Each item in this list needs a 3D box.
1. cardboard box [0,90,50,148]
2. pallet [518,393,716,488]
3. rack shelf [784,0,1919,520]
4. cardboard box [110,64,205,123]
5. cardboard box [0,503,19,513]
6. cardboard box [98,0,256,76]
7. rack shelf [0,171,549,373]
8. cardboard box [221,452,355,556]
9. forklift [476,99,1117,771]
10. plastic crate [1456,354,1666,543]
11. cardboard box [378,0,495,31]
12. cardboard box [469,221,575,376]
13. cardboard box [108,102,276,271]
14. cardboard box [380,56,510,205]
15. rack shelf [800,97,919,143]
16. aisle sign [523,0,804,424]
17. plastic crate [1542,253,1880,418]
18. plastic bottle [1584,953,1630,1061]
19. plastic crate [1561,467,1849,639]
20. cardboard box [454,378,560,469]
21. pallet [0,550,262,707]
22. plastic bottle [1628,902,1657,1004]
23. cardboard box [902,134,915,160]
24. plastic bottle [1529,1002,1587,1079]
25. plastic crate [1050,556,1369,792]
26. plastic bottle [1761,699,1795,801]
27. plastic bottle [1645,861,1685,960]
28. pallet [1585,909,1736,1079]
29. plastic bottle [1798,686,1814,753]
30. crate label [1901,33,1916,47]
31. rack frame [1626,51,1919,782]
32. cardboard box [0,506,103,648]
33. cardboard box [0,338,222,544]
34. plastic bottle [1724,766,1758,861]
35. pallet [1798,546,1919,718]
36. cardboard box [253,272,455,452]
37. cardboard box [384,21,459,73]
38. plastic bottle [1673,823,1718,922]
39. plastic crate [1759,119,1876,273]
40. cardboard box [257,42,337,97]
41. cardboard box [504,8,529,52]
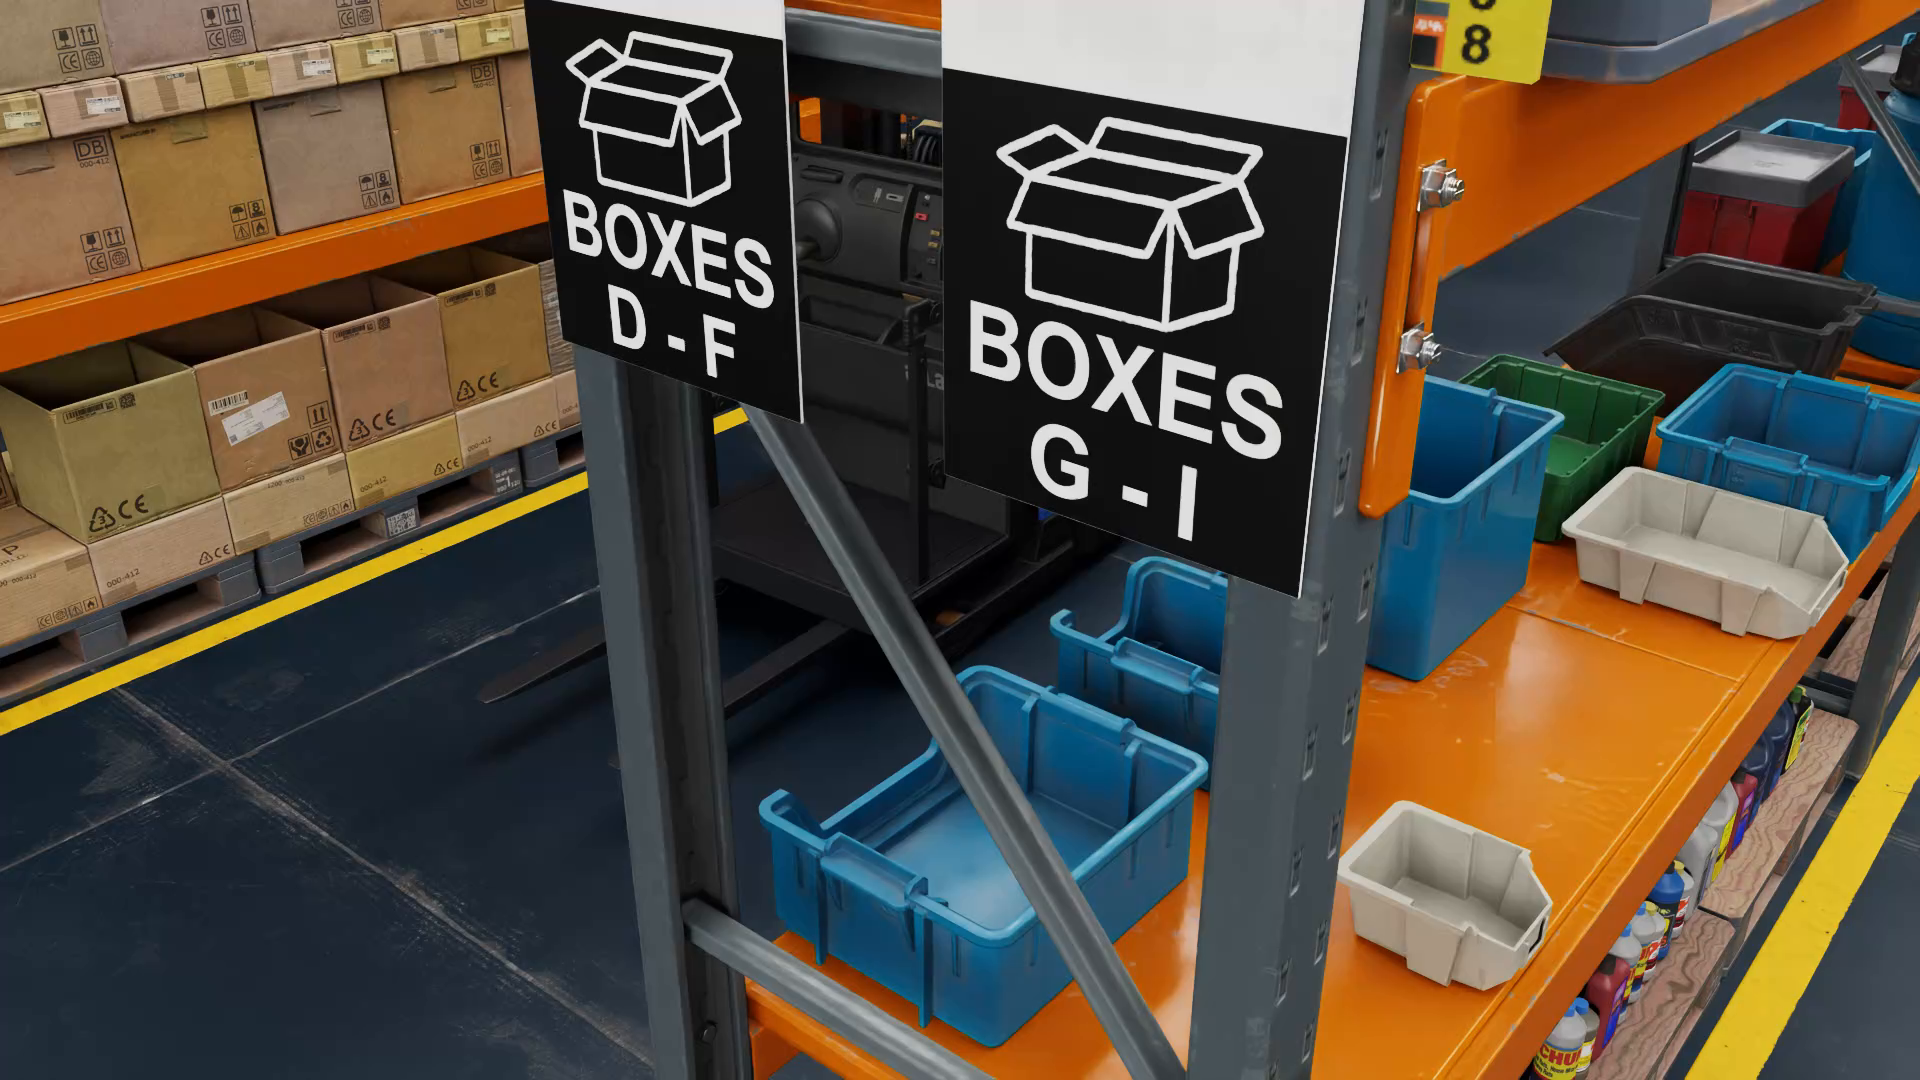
[{"bbox_3d":[-3.121,-1.354,5.289,0.380,0.149,0.250,21,34,35],"label":"cardboard box"},{"bbox_3d":[-1.857,-0.673,7.822,1.003,0.211,1.213,21,34,34],"label":"pallet"},{"bbox_3d":[1.229,-1.036,3.007,1.077,0.370,4.000,21,34,34],"label":"rack shelf"},{"bbox_3d":[-2.792,-1.538,5.645,0.380,0.149,0.250,19,33,33],"label":"cardboard box"},{"bbox_3d":[-3.750,-0.005,6.031,0.500,0.250,0.500,21,34,34],"label":"cardboard box"},{"bbox_3d":[-2.872,-1.931,5.698,0.700,0.500,0.500,21,34,35],"label":"cardboard box"},{"bbox_3d":[-2.591,-1.153,6.497,1.077,0.370,4.000,21,34,34],"label":"rack shelf"},{"bbox_3d":[-2.716,-0.209,6.425,0.500,0.250,0.500,21,34,34],"label":"cardboard box"},{"bbox_3d":[-0.375,-1.070,5.628,1.130,2.935,3.031,19,33,32],"label":"forklift"},{"bbox_3d":[1.420,-0.240,4.179,0.450,0.188,0.662,21,34,34],"label":"plastic crate"},{"bbox_3d":[-2.235,-2.286,6.384,0.700,0.500,0.500,21,34,34],"label":"cardboard box"},{"bbox_3d":[-1.772,-1.078,7.288,0.500,0.500,0.500,21,34,34],"label":"cardboard box"},{"bbox_3d":[-2.905,-1.331,5.950,0.700,0.500,0.500,21,34,35],"label":"cardboard box"},{"bbox_3d":[-2.248,-1.701,6.665,0.700,0.500,0.500,21,34,35],"label":"cardboard box"},{"bbox_3d":[-0.046,-2.571,9.238,1.077,0.370,4.000,21,34,34],"label":"rack shelf"},{"bbox_3d":[-0.318,-0.530,1.681,0.394,0.787,0.004,21,34,34],"label":"aisle sign"},{"bbox_3d":[2.070,-0.556,4.629,0.767,0.338,0.504,21,34,34],"label":"plastic crate"},{"bbox_3d":[1.509,1.070,3.894,0.061,0.283,0.133,21,34,35],"label":"plastic bottle"},{"bbox_3d":[1.664,0.034,3.706,0.530,0.136,0.437,21,34,34],"label":"plastic crate"},{"bbox_3d":[-2.077,-0.562,7.108,0.500,0.250,0.500,21,34,34],"label":"cardboard box"},{"bbox_3d":[-3.409,0.192,6.149,1.003,0.211,1.213,21,34,34],"label":"pallet"},{"bbox_3d":[1.632,0.993,4.056,0.097,0.271,0.097,0,27,0],"label":"plastic bottle"},{"bbox_3d":[-0.314,-2.163,9.591,0.500,0.311,0.500,20,34,34],"label":"cardboard box"},{"bbox_3d":[1.351,1.150,3.752,0.097,0.271,0.097,0,27,0],"label":"plastic bottle"},{"bbox_3d":[0.462,0.258,3.148,0.499,0.251,0.408,21,34,34],"label":"plastic crate"},{"bbox_3d":[2.314,0.561,4.805,0.144,0.351,0.185,20,33,33],"label":"plastic bottle"},{"bbox_3d":[1.761,0.922,4.195,0.097,0.271,0.097,0,27,0],"label":"plastic bottle"},{"bbox_3d":[1.266,1.166,4.265,1.003,0.211,1.213,21,34,34],"label":"pallet"},{"bbox_3d":[2.511,0.535,5.019,0.097,0.201,0.097,0,27,0],"label":"plastic bottle"},{"bbox_3d":[4.205,-1.893,7.107,0.502,0.435,0.616,21,34,34],"label":"crate label"},{"bbox_3d":[2.501,-0.732,4.901,1.000,3.000,0.127,21,34,34],"label":"rack frame"},{"bbox_3d":[-3.350,0.146,5.738,0.500,0.250,0.500,21,34,34],"label":"cardboard box"},{"bbox_3d":[-3.033,-0.365,5.909,0.500,0.500,0.500,21,34,34],"label":"cardboard box"},{"bbox_3d":[2.121,0.729,4.553,0.061,0.283,0.133,23,35,38],"label":"plastic bottle"},{"bbox_3d":[2.971,0.216,6.102,1.003,0.211,1.213,21,34,34],"label":"pallet"},{"bbox_3d":[-2.394,-0.718,6.592,0.500,0.500,0.500,21,34,34],"label":"cardboard box"},{"bbox_3d":[-2.135,-1.905,6.354,0.380,0.149,0.250,22,34,36],"label":"cardboard box"},{"bbox_3d":[1.880,0.833,4.360,0.152,0.276,0.135,21,34,35],"label":"plastic bottle"},{"bbox_3d":[2.963,-1.207,5.837,0.392,0.384,0.575,21,34,34],"label":"plastic crate"},{"bbox_3d":[-2.469,-1.717,5.989,0.380,0.149,0.250,21,34,35],"label":"cardboard box"},{"bbox_3d":[-1.816,-2.081,6.693,0.380,0.149,0.250,21,34,34],"label":"cardboard box"}]
